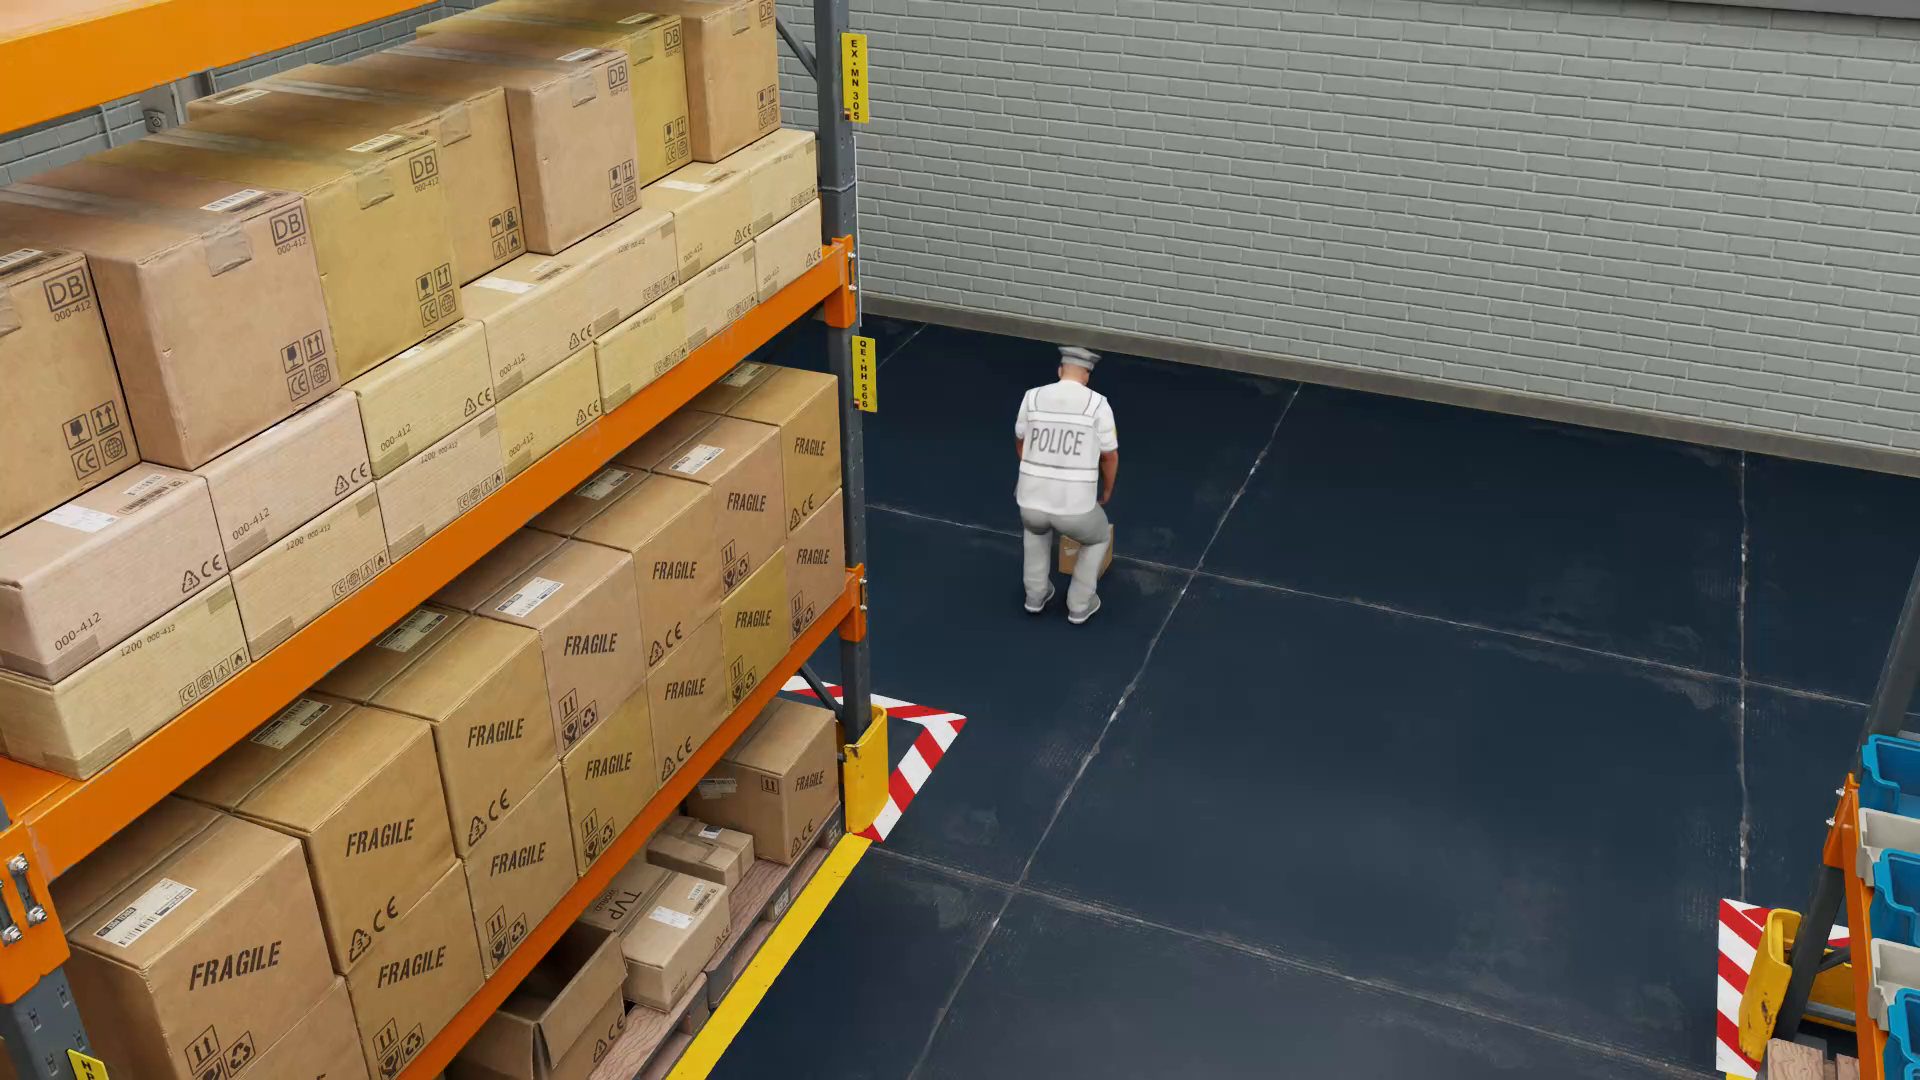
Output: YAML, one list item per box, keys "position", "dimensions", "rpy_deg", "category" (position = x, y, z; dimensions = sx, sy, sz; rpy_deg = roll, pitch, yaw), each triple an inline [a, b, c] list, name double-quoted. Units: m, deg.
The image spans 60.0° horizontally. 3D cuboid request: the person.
- position: [0.556, -0.292, 9.181]
  dimensions: [0.588, 1.496, 0.751]
  rpy_deg: [11, 31, 19]
  category: "person"
